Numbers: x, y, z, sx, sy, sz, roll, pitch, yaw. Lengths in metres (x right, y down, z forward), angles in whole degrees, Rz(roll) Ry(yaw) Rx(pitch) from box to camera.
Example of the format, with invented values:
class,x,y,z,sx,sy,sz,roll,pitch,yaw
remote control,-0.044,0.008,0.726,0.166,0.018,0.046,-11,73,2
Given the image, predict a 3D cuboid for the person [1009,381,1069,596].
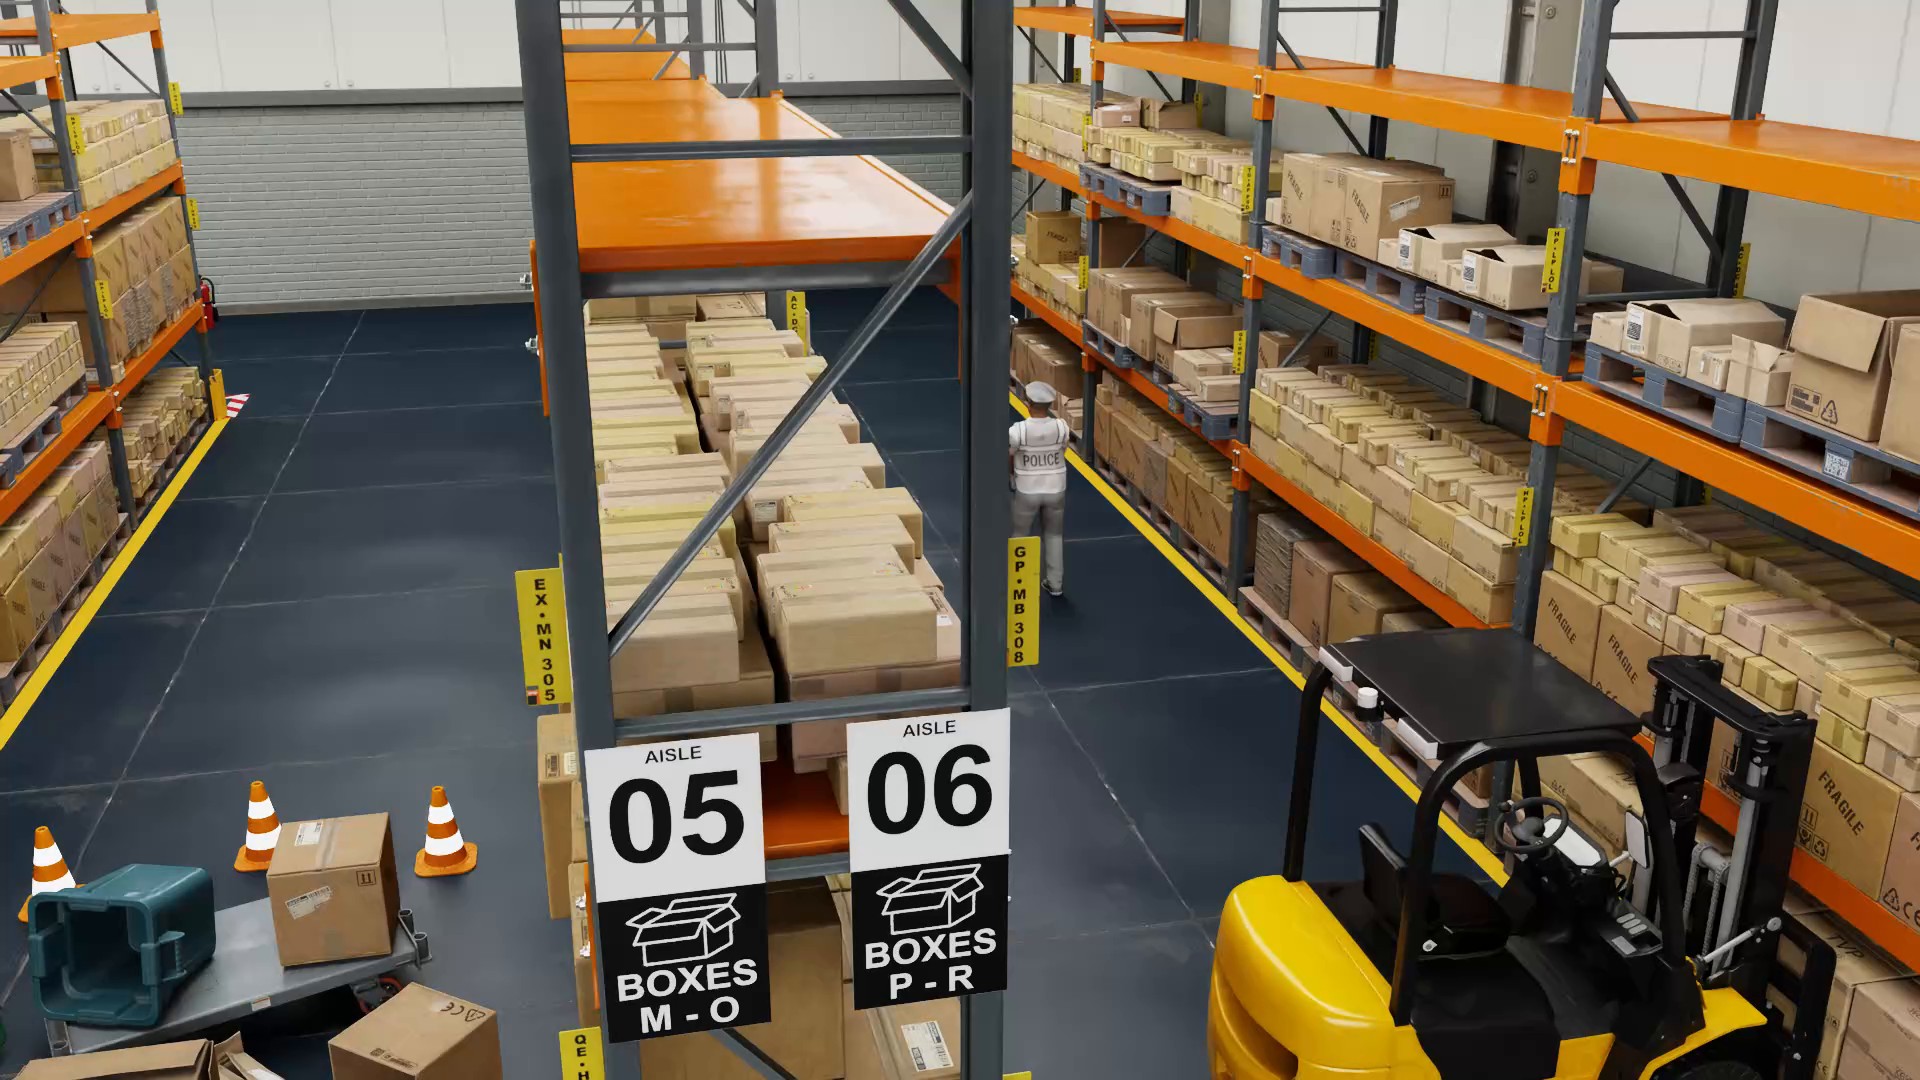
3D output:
class,x,y,z,sx,sy,sz,roll,pitch,yaw
person,0.591,-0.424,13.232,0.494,1.766,0.565,-4,20,-12
